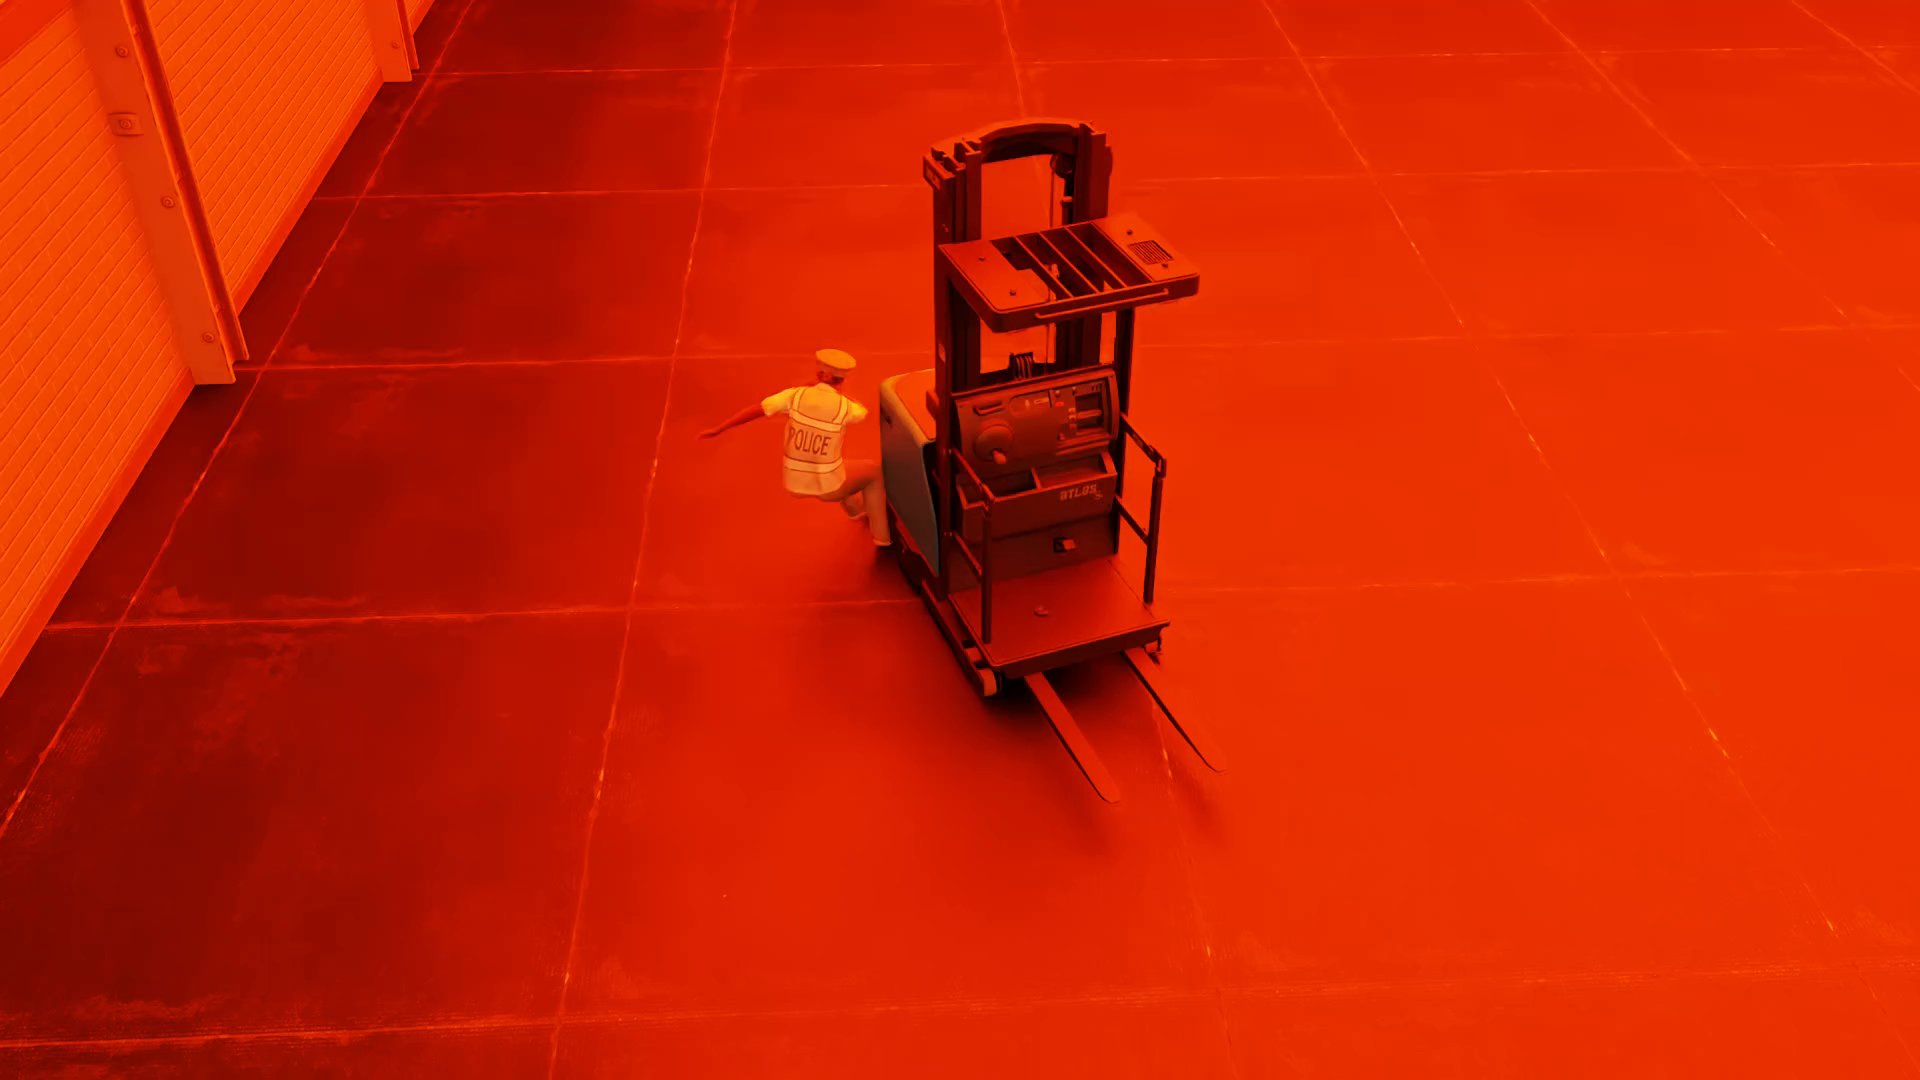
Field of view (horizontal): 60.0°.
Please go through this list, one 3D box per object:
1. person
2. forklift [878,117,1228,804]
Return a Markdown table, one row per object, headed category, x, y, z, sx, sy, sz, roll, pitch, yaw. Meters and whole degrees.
| category | x | y | z | sx | sy | sz | roll | pitch | yaw |
| --- | --- | --- | --- | --- | --- | --- | --- | --- | --- |
| person | -0.917 | -0.540 | 10.128 | 1.125 | 1.383 | 0.892 | 9 | 37 | 13 |
| forklift | 0.505 | -0.588 | 8.818 | 1.130 | 2.935 | 3.031 | -13 | 38 | -17 |
